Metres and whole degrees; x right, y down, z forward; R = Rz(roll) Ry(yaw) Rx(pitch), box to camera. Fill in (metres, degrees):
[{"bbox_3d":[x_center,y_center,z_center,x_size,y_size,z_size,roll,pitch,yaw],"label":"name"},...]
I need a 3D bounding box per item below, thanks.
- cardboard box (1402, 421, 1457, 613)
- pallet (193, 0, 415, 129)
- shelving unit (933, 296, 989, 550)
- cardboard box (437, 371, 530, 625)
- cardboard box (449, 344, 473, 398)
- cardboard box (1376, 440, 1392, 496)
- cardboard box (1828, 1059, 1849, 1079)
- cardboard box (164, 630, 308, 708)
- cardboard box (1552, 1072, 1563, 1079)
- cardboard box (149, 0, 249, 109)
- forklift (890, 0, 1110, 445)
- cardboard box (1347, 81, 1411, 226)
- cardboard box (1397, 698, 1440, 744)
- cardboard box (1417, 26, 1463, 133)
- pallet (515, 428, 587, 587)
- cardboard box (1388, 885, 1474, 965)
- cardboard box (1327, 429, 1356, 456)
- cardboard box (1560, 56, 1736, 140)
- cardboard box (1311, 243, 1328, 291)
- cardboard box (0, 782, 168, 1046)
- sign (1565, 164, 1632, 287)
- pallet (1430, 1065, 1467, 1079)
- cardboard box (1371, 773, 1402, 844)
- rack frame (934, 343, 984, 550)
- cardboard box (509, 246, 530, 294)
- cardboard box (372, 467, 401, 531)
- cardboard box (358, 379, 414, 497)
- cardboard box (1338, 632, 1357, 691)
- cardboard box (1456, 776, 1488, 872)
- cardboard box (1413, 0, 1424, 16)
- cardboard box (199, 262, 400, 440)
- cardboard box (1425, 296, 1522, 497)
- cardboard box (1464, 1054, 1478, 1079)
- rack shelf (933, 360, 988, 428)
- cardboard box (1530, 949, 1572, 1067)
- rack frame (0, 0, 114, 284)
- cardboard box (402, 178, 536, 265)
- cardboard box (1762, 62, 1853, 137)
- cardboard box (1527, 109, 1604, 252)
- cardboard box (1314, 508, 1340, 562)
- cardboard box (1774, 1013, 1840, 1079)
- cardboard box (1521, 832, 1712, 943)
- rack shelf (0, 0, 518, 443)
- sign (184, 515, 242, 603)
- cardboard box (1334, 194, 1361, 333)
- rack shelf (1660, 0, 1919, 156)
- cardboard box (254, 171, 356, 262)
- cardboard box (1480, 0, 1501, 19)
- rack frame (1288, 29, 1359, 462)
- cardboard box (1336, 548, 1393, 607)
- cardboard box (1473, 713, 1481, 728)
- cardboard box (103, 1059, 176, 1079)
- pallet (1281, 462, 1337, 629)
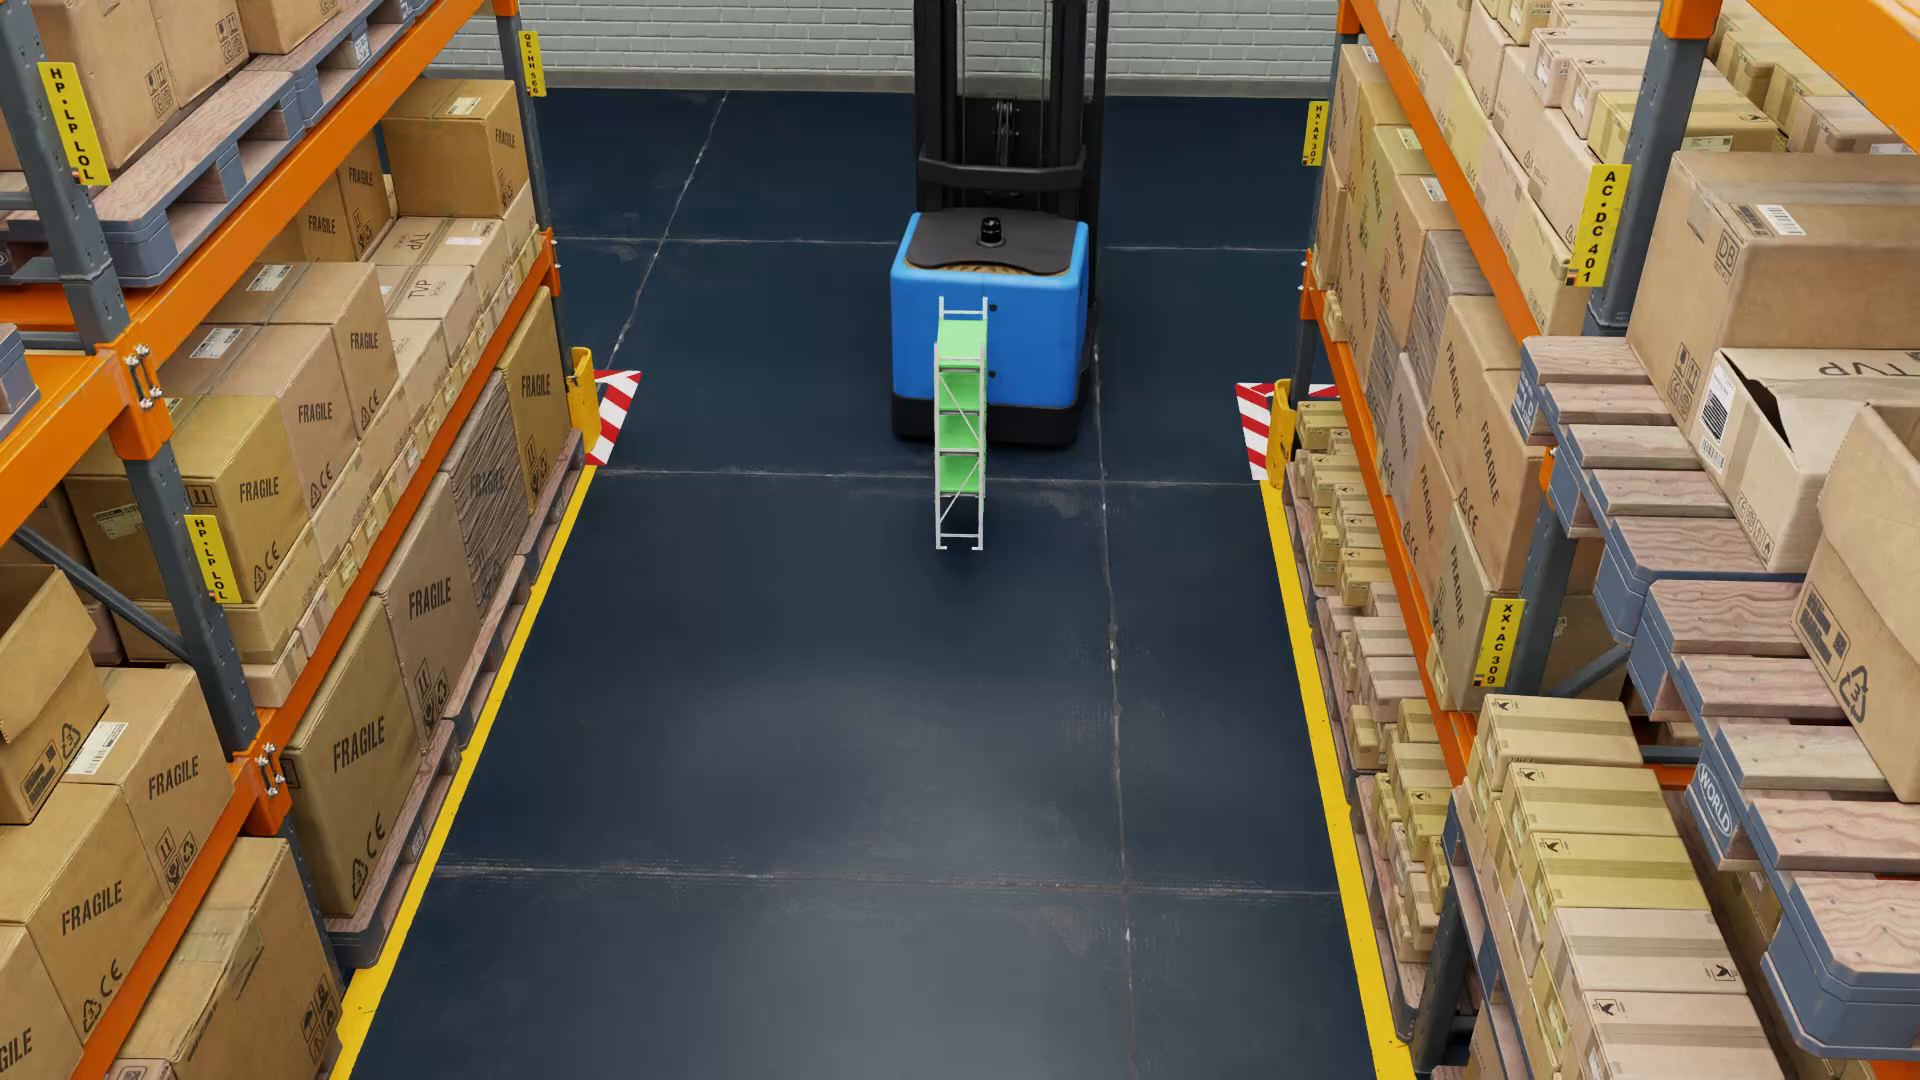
[{"bbox_3d":[1.892,-0.078,5.852,0.500,0.500,0.500,0,35,1],"label":"cardboard box"},{"bbox_3d":[-2.724,-1.865,6.209,1.003,0.211,1.213,1,35,2],"label":"pallet"},{"bbox_3d":[0.007,-0.586,8.486,0.258,1.200,0.503,1,35,2],"label":"shelving unit"},{"bbox_3d":[-2.641,-0.213,7.873,0.875,0.875,0.875,1,35,2],"label":"cardboard box"},{"bbox_3d":[-2.393,-0.752,7.376,0.380,0.149,0.250,1,35,2],"label":"cardboard box"},{"bbox_3d":[1.901,-0.299,6.731,0.380,0.149,0.250,2,35,3],"label":"cardboard box"},{"bbox_3d":[2.285,1.161,4.030,0.380,0.149,0.250,0,35,0],"label":"cardboard box"},{"bbox_3d":[-2.475,0.435,5.686,0.380,0.149,0.250,1,35,2],"label":"cardboard box"},{"bbox_3d":[1.617,1.408,3.938,0.380,0.149,0.250,0,35,0],"label":"cardboard box"},{"bbox_3d":[-2.822,-1.746,5.423,0.700,0.500,0.500,3,35,4],"label":"cardboard box"},{"bbox_3d":[0.317,-2.565,9.797,1.130,2.935,3.031,4,35,6],"label":"forklift"},{"bbox_3d":[1.996,-1.661,7.235,0.500,0.500,0.500,2,35,3],"label":"cardboard box"},{"bbox_3d":[1.949,0.770,6.588,0.380,0.149,0.250,2,35,3],"label":"cardboard box"},{"bbox_3d":[1.955,-1.650,5.956,0.500,0.250,0.500,1,35,2],"label":"cardboard box"},{"bbox_3d":[-2.613,-0.201,8.799,1.003,0.211,1.213,1,35,2],"label":"pallet"},{"bbox_3d":[1.808,1.429,6.168,0.380,0.149,0.250,2,35,2],"label":"cardboard box"},{"bbox_3d":[2.042,-0.425,8.289,0.380,0.149,0.250,2,35,3],"label":"cardboard box"},{"bbox_3d":[1.873,-1.204,4.541,0.380,0.149,0.250,2,35,3],"label":"cardboard box"},{"bbox_3d":[1.953,-1.349,8.225,0.380,0.149,0.250,1,35,2],"label":"cardboard box"},{"bbox_3d":[-2.592,1.013,4.559,0.500,0.500,0.500,2,35,3],"label":"cardboard box"},{"bbox_3d":[1.590,-0.779,4.138,0.100,0.325,0.005,1,35,2],"label":"sign"},{"bbox_3d":[2.103,2.256,5.303,1.003,0.211,1.213,1,35,2],"label":"pallet"},{"bbox_3d":[1.819,1.042,6.460,0.380,0.149,0.250,0,35,0],"label":"cardboard box"},{"bbox_3d":[-0.003,-0.446,8.287,0.240,1.200,0.015,1,35,2],"label":"rack frame"},{"bbox_3d":[-2.353,-1.339,8.211,0.380,0.149,0.250,2,35,2],"label":"cardboard box"},{"bbox_3d":[-2.436,-0.165,6.540,0.380,0.149,0.250,1,35,1],"label":"cardboard box"},{"bbox_3d":[-2.499,-0.413,6.546,0.500,0.250,0.500,2,35,3],"label":"cardboard box"},{"bbox_3d":[1.904,0.547,7.423,0.380,0.149,0.250,1,35,2],"label":"cardboard box"},{"bbox_3d":[1.657,0.814,4.782,0.380,0.149,0.250,0,35,0],"label":"cardboard box"},{"bbox_3d":[1.964,-2.165,6.254,0.500,0.250,0.500,2,35,2],"label":"cardboard box"},{"bbox_3d":[-2.501,-0.723,6.336,0.500,0.500,0.500,0,35,0],"label":"cardboard box"},{"bbox_3d":[1.897,-0.478,5.551,0.500,0.500,0.500,0,35,0],"label":"cardboard box"},{"bbox_3d":[1.838,1.937,5.140,0.500,0.500,0.500,3,35,4],"label":"cardboard box"},{"bbox_3d":[0.007,-0.730,8.385,0.258,0.148,0.480,1,35,2],"label":"rack shelf"},{"bbox_3d":[1.629,1.139,4.061,0.380,0.149,0.250,0,35,0],"label":"cardboard box"},{"bbox_3d":[-2.819,-1.960,3.658,1.000,3.000,0.127,1,35,2],"label":"rack frame"},{"bbox_3d":[-2.413,-1.579,8.206,0.500,0.250,0.500,1,35,1],"label":"cardboard box"},{"bbox_3d":[2.430,-1.183,4.511,0.380,0.149,0.250,0,35,0],"label":"cardboard box"},{"bbox_3d":[1.897,-0.974,4.560,0.500,0.250,0.500,0,35,0],"label":"cardboard box"},{"bbox_3d":[1.908,-0.019,7.970,0.380,0.149,0.250,2,35,3],"label":"cardboard box"},{"bbox_3d":[2.282,1.268,4.137,0.380,0.149,0.250,0,35,-1],"label":"cardboard box"},{"bbox_3d":[1.639,0.878,4.173,0.380,0.149,0.250,2,35,2],"label":"cardboard box"},{"bbox_3d":[-2.739,-1.587,6.362,1.077,0.370,4.000,1,35,2],"label":"rack shelf"},{"bbox_3d":[-2.277,0.060,5.063,0.100,0.325,0.005,1,35,2],"label":"sign"},{"bbox_3d":[2.003,-1.234,7.497,0.500,0.500,0.500,1,35,2],"label":"cardboard box"},{"bbox_3d":[2.052,-0.180,2.099,1.077,0.370,4.000,1,35,2],"label":"rack shelf"},{"bbox_3d":[-2.983,-1.316,7.179,0.500,0.500,0.500,0,35,1],"label":"cardboard box"},{"bbox_3d":[1.898,-1.796,5.382,0.380,0.149,0.250,1,35,2],"label":"cardboard box"},{"bbox_3d":[2.293,-1.631,8.407,1.000,3.000,0.127,1,35,2],"label":"rack frame"},{"bbox_3d":[1.900,0.170,7.442,0.380,0.149,0.250,2,35,3],"label":"cardboard box"},{"bbox_3d":[1.910,0.601,5.451,0.380,0.149,0.250,1,35,1],"label":"cardboard box"},{"bbox_3d":[-2.860,2.074,4.619,1.225,0.875,0.875,0,35,0],"label":"cardboard box"},{"bbox_3d":[2.222,0.020,8.484,1.003,0.211,1.213,1,35,2],"label":"pallet"}]
